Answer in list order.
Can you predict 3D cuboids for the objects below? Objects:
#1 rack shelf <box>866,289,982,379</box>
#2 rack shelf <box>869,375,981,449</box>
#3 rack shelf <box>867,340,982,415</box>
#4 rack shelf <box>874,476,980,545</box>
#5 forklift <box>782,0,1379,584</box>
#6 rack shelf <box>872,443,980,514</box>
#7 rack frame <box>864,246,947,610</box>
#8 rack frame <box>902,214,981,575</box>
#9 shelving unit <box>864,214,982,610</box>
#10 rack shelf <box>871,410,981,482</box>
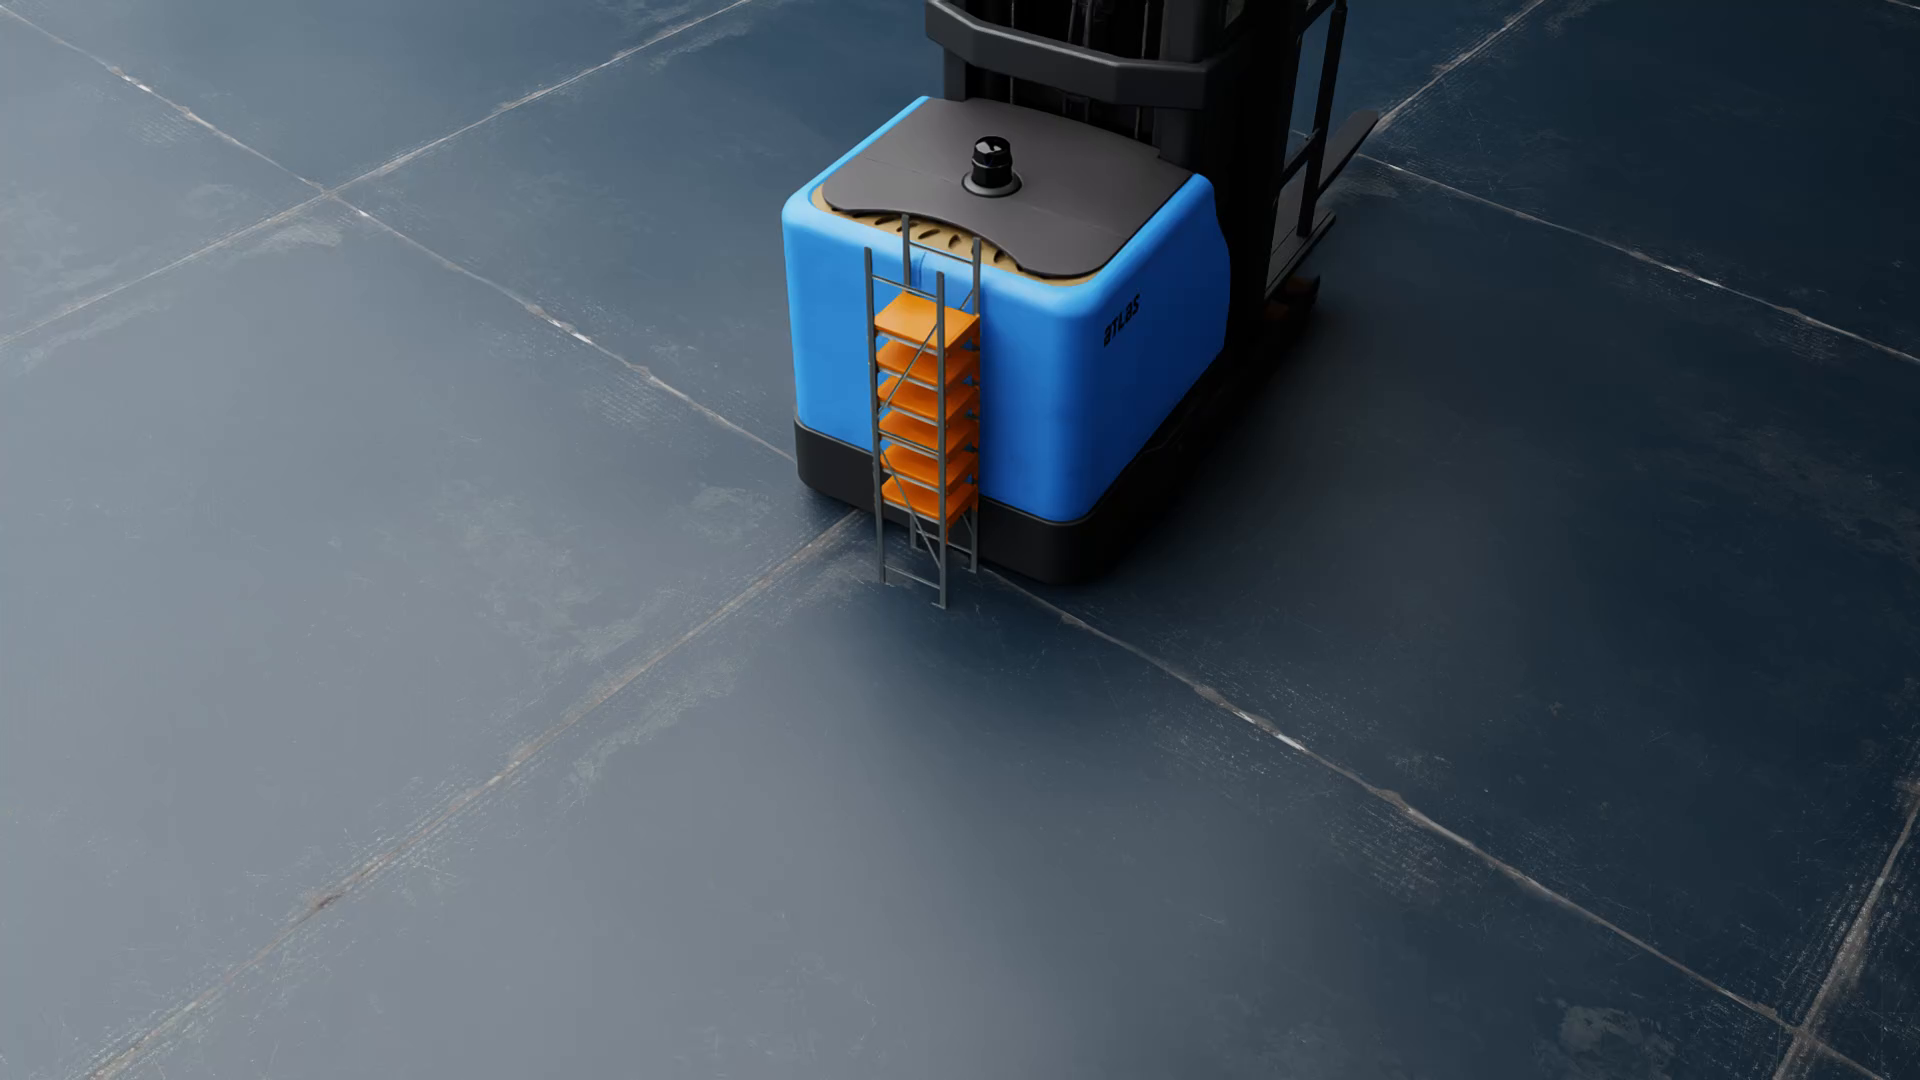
[{"bbox_3d":[-0.097,-0.560,4.505,0.258,0.103,0.180,22,47,22],"label":"rack shelf"},{"bbox_3d":[-0.097,-0.383,4.667,0.258,0.103,0.180,22,47,22],"label":"rack shelf"},{"bbox_3d":[-0.097,-0.471,4.586,0.258,0.103,0.180,22,47,22],"label":"rack shelf"},{"bbox_3d":[-0.097,-0.116,4.909,0.258,0.103,0.180,22,47,22],"label":"rack shelf"},{"bbox_3d":[0.663,-1.925,5.189,1.130,2.935,3.031,22,47,22],"label":"forklift"},{"bbox_3d":[-0.097,-0.205,4.828,0.258,0.103,0.180,22,47,22],"label":"rack shelf"},{"bbox_3d":[-0.144,-0.274,4.659,0.240,1.200,0.006,22,47,22],"label":"rack frame"},{"bbox_3d":[-0.050,-0.380,4.776,0.240,1.200,0.006,22,47,22],"label":"rack frame"},{"bbox_3d":[-0.097,-0.327,4.717,0.258,1.200,0.189,22,47,22],"label":"shelving unit"},{"bbox_3d":[-0.097,-0.294,4.747,0.258,0.103,0.180,22,47,22],"label":"rack shelf"}]
